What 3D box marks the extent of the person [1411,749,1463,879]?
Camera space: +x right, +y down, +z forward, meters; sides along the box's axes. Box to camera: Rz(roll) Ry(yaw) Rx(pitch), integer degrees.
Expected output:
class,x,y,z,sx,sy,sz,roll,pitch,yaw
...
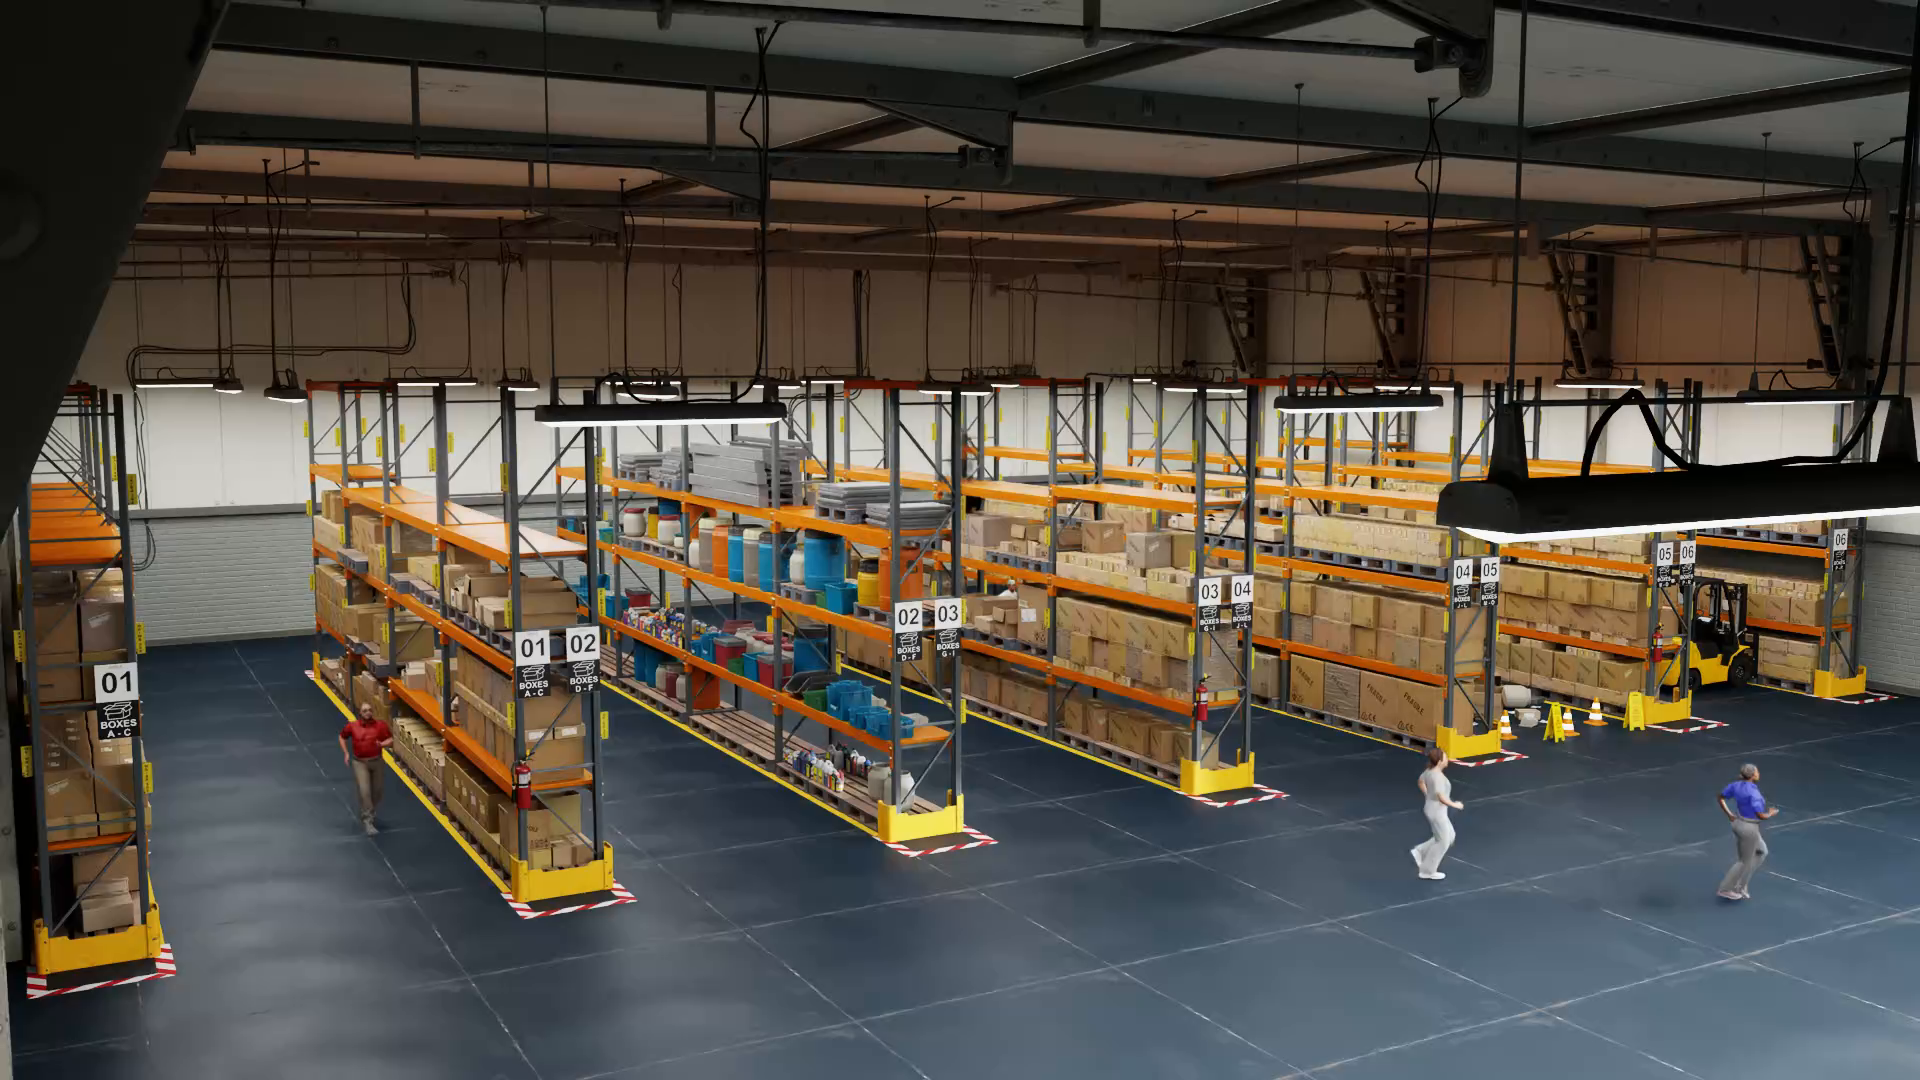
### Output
class,x,y,z,sx,sy,sz,roll,pitch,yaw
person,5.858,3.349,20.396,0.579,1.625,0.591,0,6,1

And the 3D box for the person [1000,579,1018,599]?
class,x,y,z,sx,sy,sz,roll,pitch,yaw
person,1.093,1.573,35.019,0.607,1.495,0.545,-5,8,-39

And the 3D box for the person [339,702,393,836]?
class,x,y,z,sx,sy,sz,roll,pitch,yaw
person,-8.027,3.055,22.569,0.662,1.716,0.968,-4,7,-32

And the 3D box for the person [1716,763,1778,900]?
class,x,y,z,sx,sy,sz,roll,pitch,yaw
person,9.273,3.436,19.569,0.688,1.664,0.544,0,6,2
